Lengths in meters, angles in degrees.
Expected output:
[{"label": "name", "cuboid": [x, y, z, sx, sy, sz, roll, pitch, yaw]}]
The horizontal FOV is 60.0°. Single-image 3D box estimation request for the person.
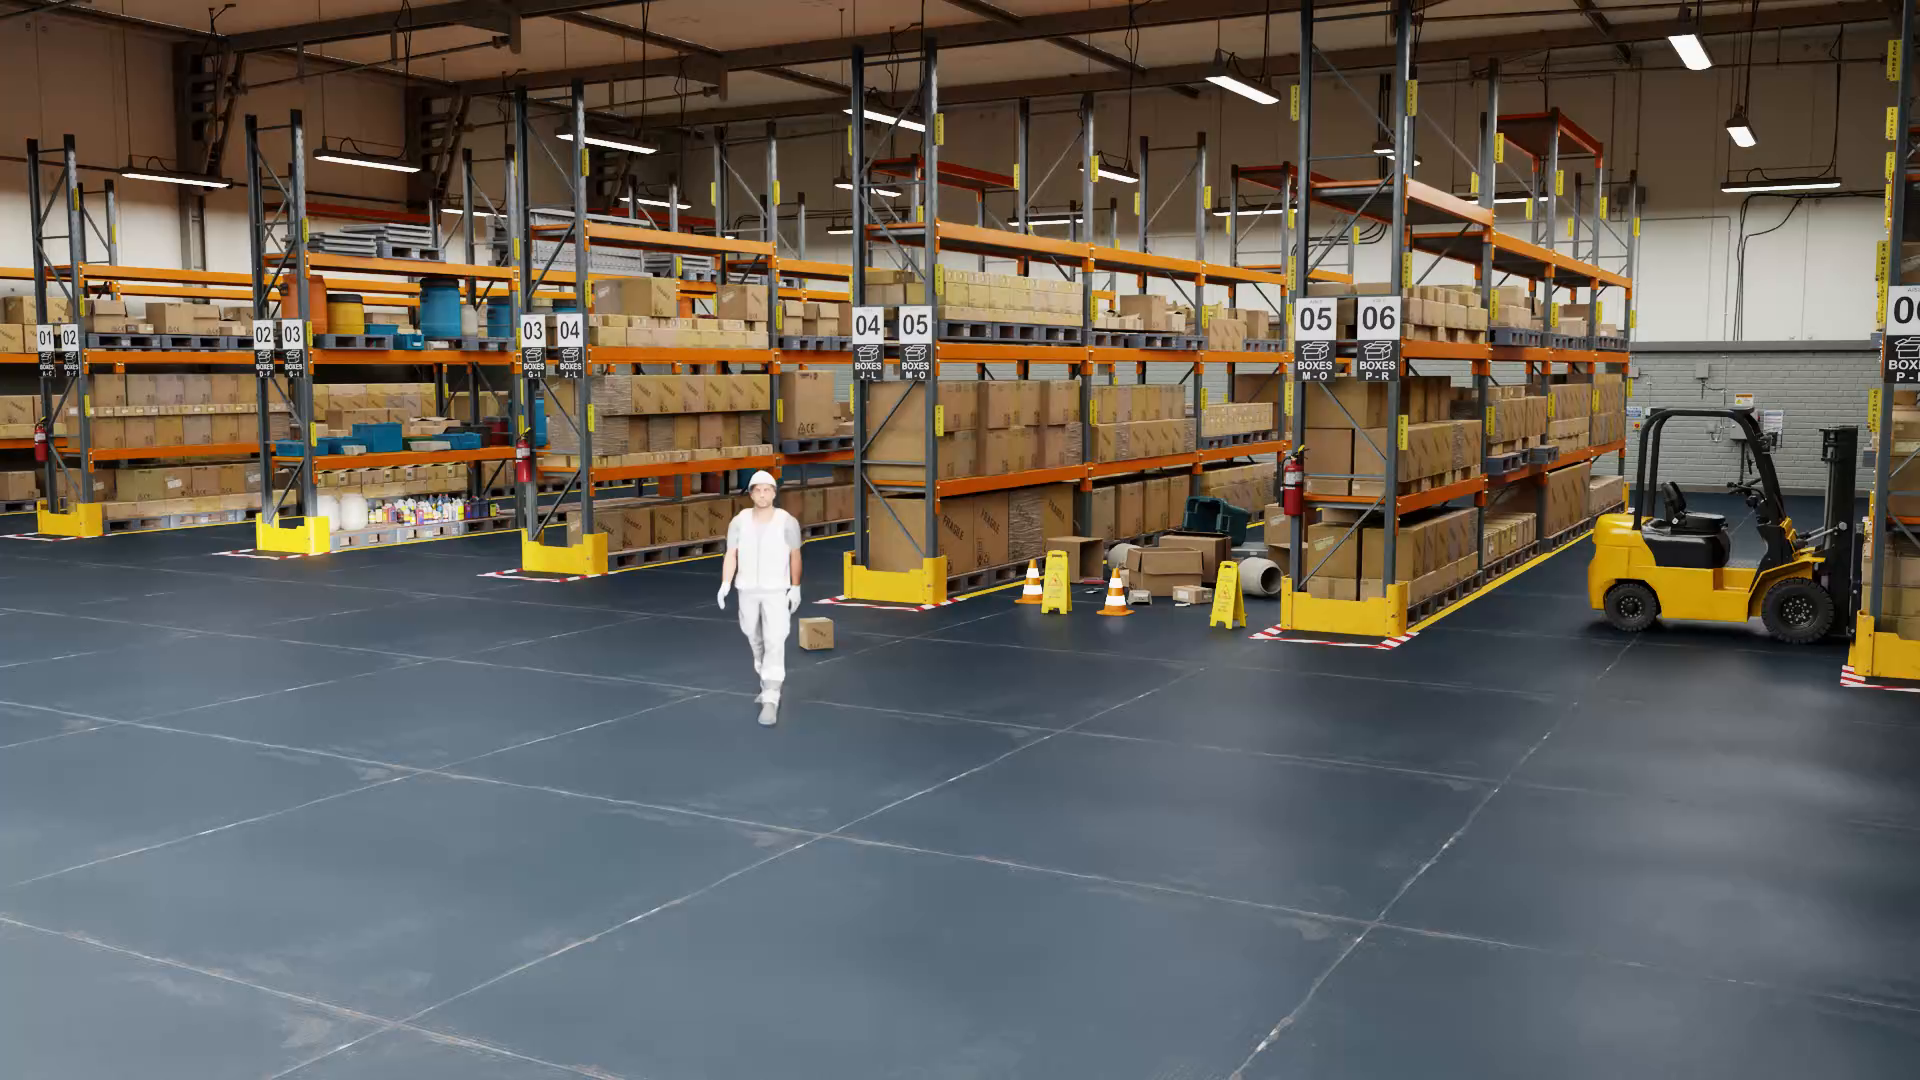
[{"label": "person", "cuboid": [-1.459, 0.383, 12.046, 0.550, 1.758, 0.902, 1, 6, 8]}]
